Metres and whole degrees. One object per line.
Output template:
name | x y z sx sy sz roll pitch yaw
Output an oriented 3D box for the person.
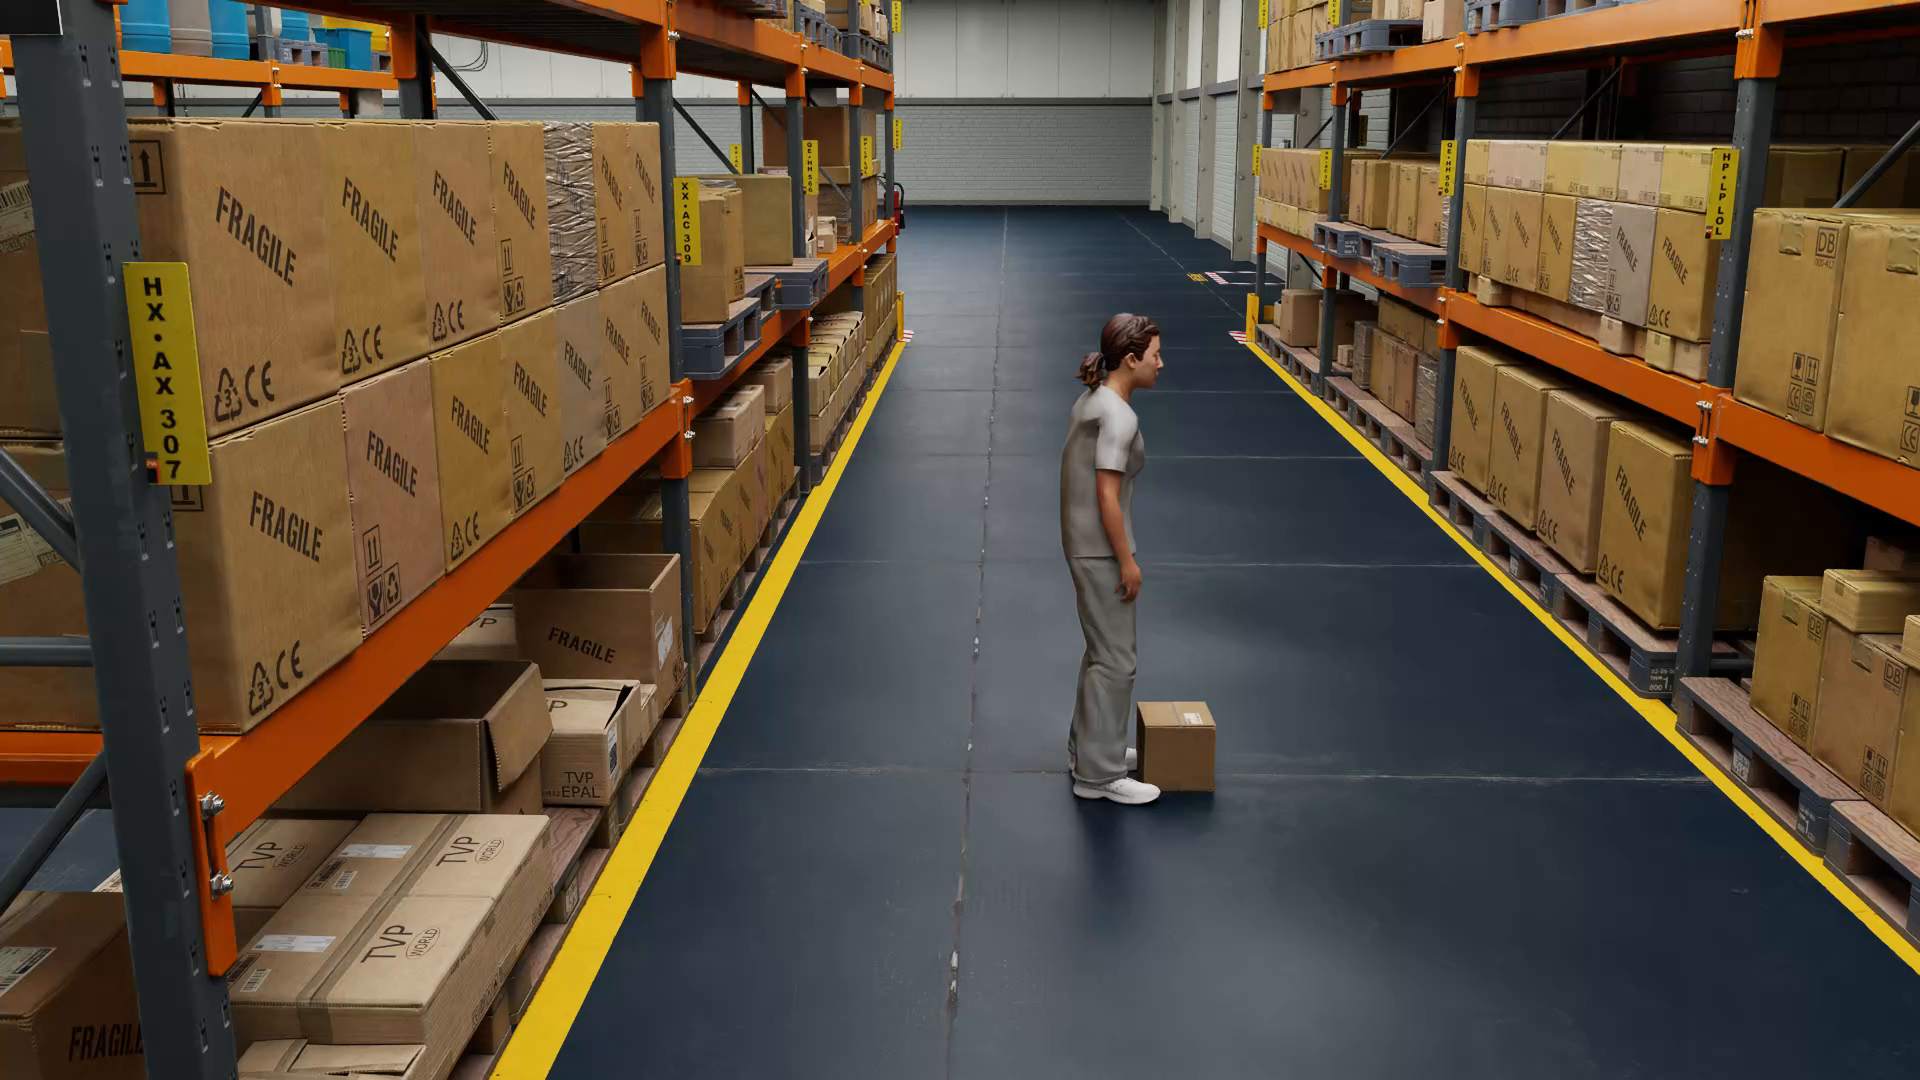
person | 0.526 0.062 5.802 0.354 1.649 0.508 0 14 0
